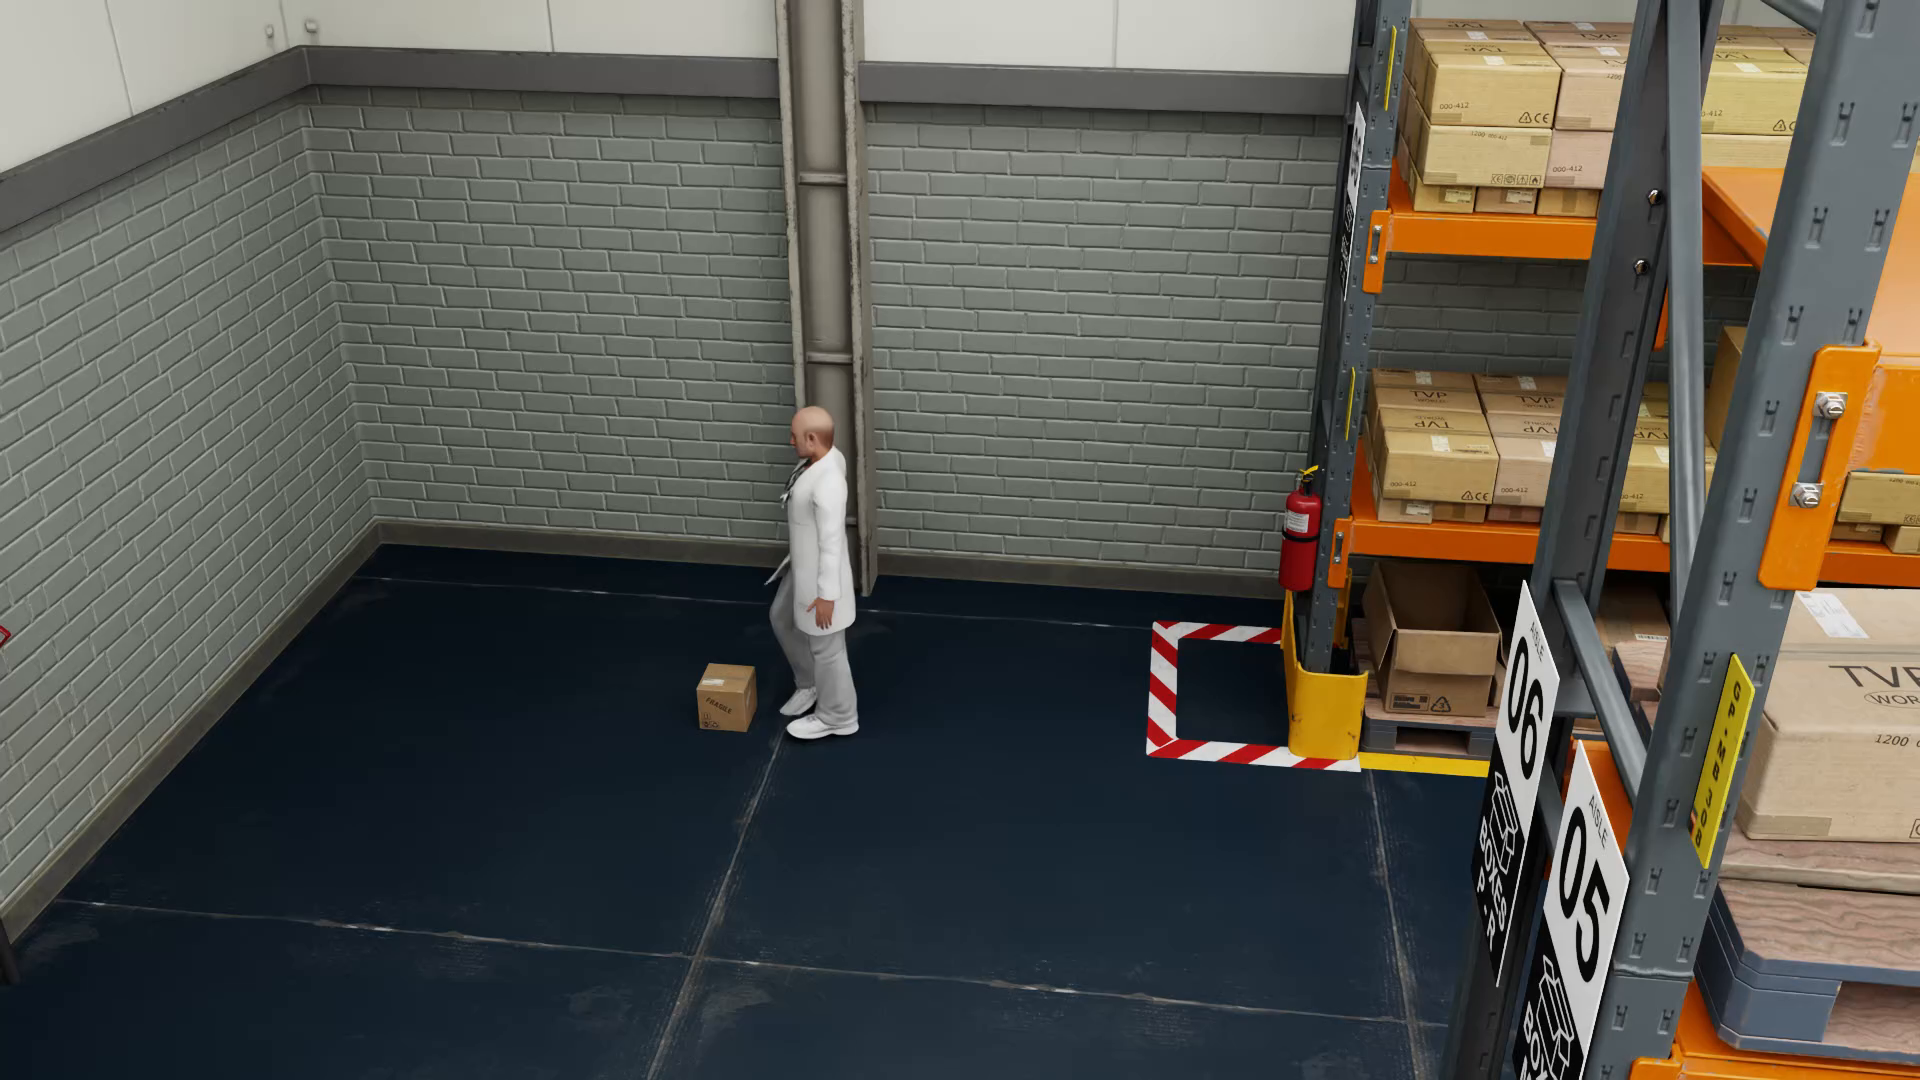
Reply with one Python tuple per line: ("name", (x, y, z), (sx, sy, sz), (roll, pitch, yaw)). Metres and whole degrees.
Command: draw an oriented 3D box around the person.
("person", (-0.701, 0.190, 8.285), (0.380, 1.777, 0.563), (4, 28, 8))
